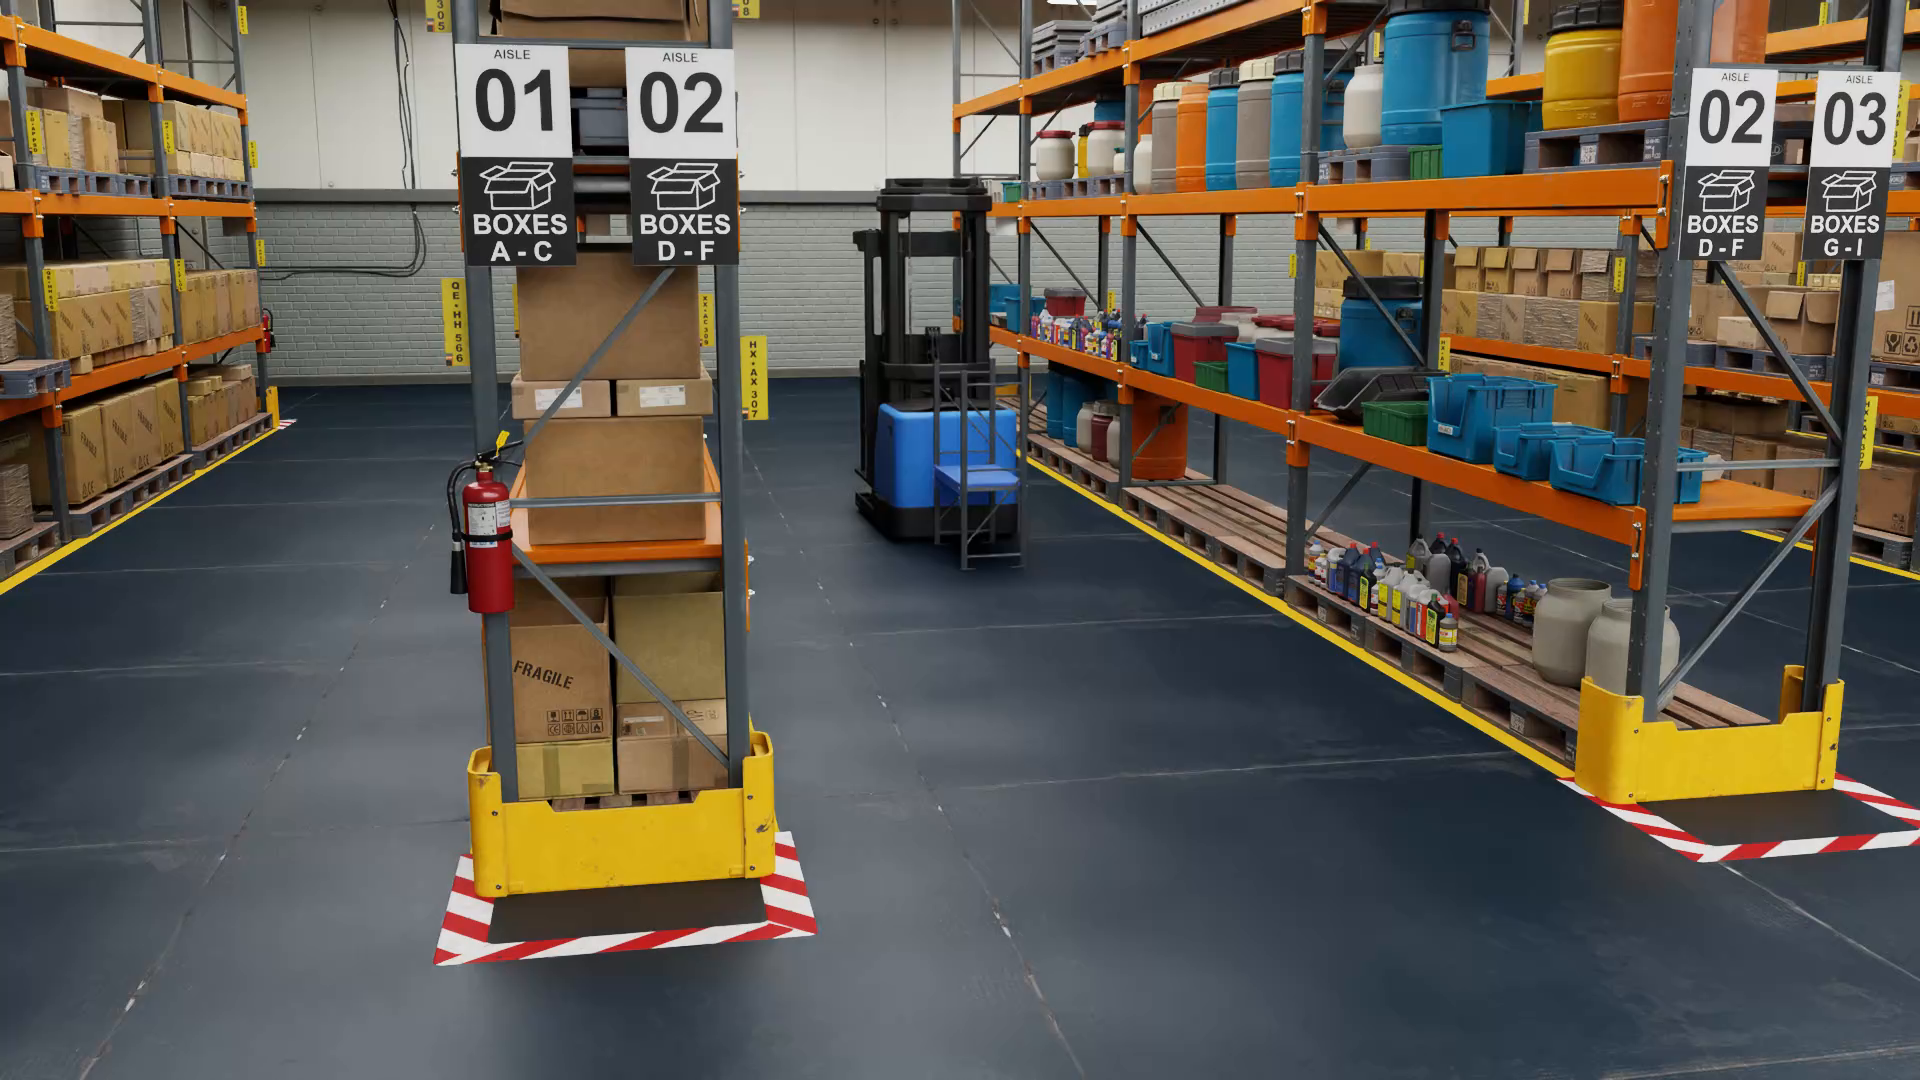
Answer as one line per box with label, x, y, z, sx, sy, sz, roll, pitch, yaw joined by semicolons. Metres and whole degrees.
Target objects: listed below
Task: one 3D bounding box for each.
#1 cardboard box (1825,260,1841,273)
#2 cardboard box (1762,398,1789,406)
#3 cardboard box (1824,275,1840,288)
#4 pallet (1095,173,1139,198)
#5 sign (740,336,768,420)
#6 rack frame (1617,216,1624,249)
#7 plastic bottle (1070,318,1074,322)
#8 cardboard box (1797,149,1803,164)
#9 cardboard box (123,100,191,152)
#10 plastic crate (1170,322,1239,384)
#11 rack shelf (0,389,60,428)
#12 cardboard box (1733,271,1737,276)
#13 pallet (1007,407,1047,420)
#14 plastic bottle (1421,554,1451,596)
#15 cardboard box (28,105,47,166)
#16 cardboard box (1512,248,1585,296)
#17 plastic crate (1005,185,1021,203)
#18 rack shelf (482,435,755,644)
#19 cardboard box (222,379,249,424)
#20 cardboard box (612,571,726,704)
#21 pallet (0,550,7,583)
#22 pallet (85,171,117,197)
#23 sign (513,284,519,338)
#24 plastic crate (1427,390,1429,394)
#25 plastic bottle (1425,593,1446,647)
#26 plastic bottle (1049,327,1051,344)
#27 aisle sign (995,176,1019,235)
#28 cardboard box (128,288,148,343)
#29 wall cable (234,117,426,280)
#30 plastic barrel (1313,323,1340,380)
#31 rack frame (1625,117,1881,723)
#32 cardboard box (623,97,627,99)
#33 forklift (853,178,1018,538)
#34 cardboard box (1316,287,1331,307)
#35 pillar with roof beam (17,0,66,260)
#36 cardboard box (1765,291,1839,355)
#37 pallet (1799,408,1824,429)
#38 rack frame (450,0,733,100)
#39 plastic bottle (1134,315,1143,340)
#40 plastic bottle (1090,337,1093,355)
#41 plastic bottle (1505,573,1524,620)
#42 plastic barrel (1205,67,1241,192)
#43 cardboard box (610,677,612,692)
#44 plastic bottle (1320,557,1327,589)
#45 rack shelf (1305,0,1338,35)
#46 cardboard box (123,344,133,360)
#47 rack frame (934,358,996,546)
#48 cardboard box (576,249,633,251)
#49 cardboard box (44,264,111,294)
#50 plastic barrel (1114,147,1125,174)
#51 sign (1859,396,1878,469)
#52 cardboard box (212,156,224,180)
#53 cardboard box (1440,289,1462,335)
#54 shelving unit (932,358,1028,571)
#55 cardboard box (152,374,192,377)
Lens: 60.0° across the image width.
cardboard box;11.076;-3.646;21.094;0.500;0.500;0.500;-2;11;-10
cardboard box;10.515;-1.734;21.284;0.380;0.149;0.250;-2;11;-10
cardboard box;10.611;-3.103;19.937;0.380;0.149;0.250;-2;11;-9
pallet;1.907;-3.317;15.586;1.003;0.211;1.213;-2;11;-11
sign;-0.798;-0.629;6.453;0.100;0.325;0.005;-2;11;-11
rack frame;10.147;-3.602;24.598;1.000;3.000;0.127;-2;11;-11
plastic bottle;1.227;-2.202;17.577;0.152;0.276;0.135;-2;11;-11
cardboard box;7.133;-3.144;13.674;0.380;0.166;0.250;-2;11;-13
cardboard box;-8.400;-4.331;17.410;0.500;0.500;0.500;-2;11;-12
plastic crate;1.974;-1.517;13.471;0.402;0.464;0.583;-2;11;-11
rack shelf;-7.369;-0.712;11.340;1.077;0.370;4.000;-2;11;-11
cardboard box;10.359;-3.328;22.099;0.500;0.500;0.500;-2;11;-11
pallet;0.760;-1.514;21.087;1.003;0.211;1.213;-2;11;-11
plastic bottle;3.043;0.216;10.649;0.152;0.276;0.135;-2;11;-11
cardboard box;-8.063;-3.353;13.826;0.700;0.500;0.500;-3;11;-14
cardboard box;6.431;-2.892;17.917;0.797;0.503;0.637;-2;11;-9
plastic crate;0.803;-3.962;19.037;0.450;0.188;0.662;-2;11;-11
rack shelf;-1.733;-0.159;8.435;1.077;0.370;4.000;-2;11;-11
cardboard box;-8.982;-1.661;19.965;0.700;0.500;0.500;-2;11;-11
cardboard box;-1.329;0.432;7.629;0.500;0.500;0.500;-2;11;-11
pallet;-7.374;0.304;11.534;1.003;0.211;1.213;-2;11;-11
pallet;-8.156;-3.134;14.624;1.003;0.211;1.213;-2;11;-8
sign;-2.652;-1.388;10.081;0.100;0.325;0.005;-2;11;-11
plastic crate;3.219;-0.793;10.237;0.499;0.251;0.616;-2;11;-11
plastic bottle;2.688;0.451;9.392;0.061;0.283;0.133;-2;11;-10
plastic bottle;1.003;-2.205;17.790;0.097;0.201;0.097;0;11;0
aisle sign;0.677;-4.561;22.684;0.394;0.787;0.004;-2;11;-11
cardboard box;-8.001;-2.110;15.643;0.500;0.500;0.500;-2;11;-11
wall cable;-10.064;-5.372;26.156;3.097;2.526;0.112;-2;11;-11
plastic barrel;2.767;-1.309;12.189;0.433;0.535;0.433;0;11;0
rack frame;3.516;-0.325;7.384;1.000;3.000;0.127;-2;11;-11
cardboard box;-1.400;-1.993;7.299;0.380;0.149;0.250;-2;11;-11
forklift;-0.335;-1.685;14.709;1.130;2.935;3.031;-2;11;-12
cardboard box;5.198;-3.320;22.720;0.500;0.250;0.500;-2;11;-12
pillar with roof beam;-5.298;-5.367;17.825;9.100;9.000;0.400;-2;11;-11
cardboard box;7.168;-1.811;13.788;0.797;0.503;0.637;-1;11;-5
pallet;10.760;-1.620;21.645;1.003;0.211;1.213;-2;11;-11
rack frame;-1.344;-3.093;5.880;1.000;3.000;0.127;-2;11;-11
plastic bottle;1.773;-2.113;16.908;0.144;0.351;0.185;-2;11;-11
plastic bottle;1.319;-1.907;16.225;0.097;0.201;0.097;0;11;0
plastic bottle;3.343;0.337;10.026;0.097;0.271;0.097;0;11;0
plastic barrel;2.172;-3.104;12.620;0.600;0.901;0.708;-2;11;-11
cardboard box;-1.847;0.820;7.599;0.500;0.250;0.500;-2;11;-11
plastic bottle;2.409;0.211;10.872;0.097;0.201;0.097;0;11;0
rack shelf;3.127;-3.089;8.855;1.077;0.370;4.000;-2;11;-11
cardboard box;-7.989;-1.766;15.571;0.380;0.149;0.250;-2;11;-13
rack frame;0.038;-0.704;13.383;0.500;1.500;0.032;-2;11;-12
cardboard box;-1.540;-1.024;7.319;0.700;0.500;0.500;-2;11;-12
cardboard box;-7.800;-2.289;14.576;0.500;0.250;0.500;-2;11;-11
plastic barrel;1.607;-3.596;15.791;0.301;0.262;0.301;0;11;0
sign;4.056;-0.481;7.459;0.100;0.325;0.005;-2;11;-11
cardboard box;-8.703;-4.240;18.937;0.500;0.250;0.500;-2;11;-13
cardboard box;5.884;-2.662;19.393;0.500;0.500;0.500;-2;11;-11
shelving unit;0.146;-0.611;12.895;0.538;1.500;1.048;-2;11;-12
cardboard box;-9.003;-1.809;19.004;0.380;0.149;0.250;-2;11;-12
